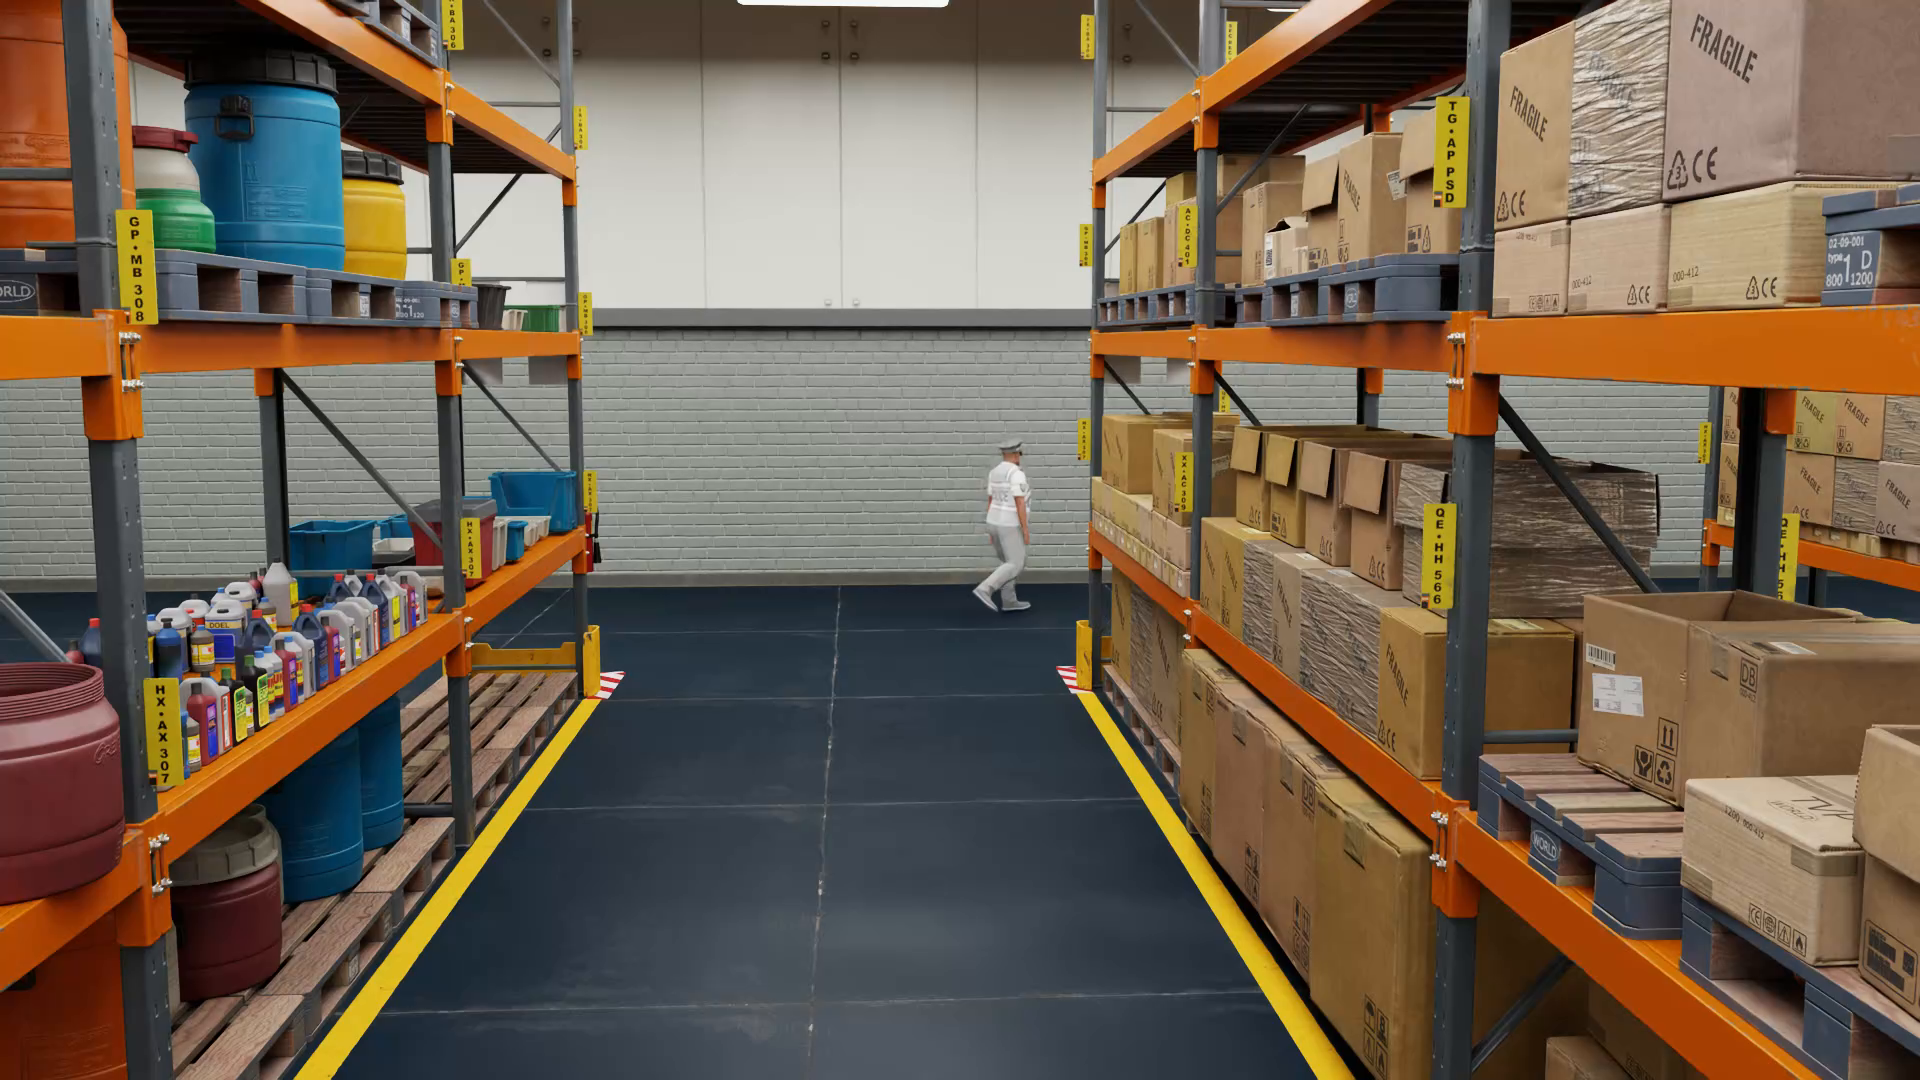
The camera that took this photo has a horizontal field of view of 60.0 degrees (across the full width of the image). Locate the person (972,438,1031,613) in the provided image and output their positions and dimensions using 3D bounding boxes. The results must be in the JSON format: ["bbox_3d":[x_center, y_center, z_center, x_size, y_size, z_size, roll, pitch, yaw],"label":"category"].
[{"bbox_3d":[0.427,-0.134,16.632,0.810,1.750,0.586,-4,8,-30],"label":"person"}]
